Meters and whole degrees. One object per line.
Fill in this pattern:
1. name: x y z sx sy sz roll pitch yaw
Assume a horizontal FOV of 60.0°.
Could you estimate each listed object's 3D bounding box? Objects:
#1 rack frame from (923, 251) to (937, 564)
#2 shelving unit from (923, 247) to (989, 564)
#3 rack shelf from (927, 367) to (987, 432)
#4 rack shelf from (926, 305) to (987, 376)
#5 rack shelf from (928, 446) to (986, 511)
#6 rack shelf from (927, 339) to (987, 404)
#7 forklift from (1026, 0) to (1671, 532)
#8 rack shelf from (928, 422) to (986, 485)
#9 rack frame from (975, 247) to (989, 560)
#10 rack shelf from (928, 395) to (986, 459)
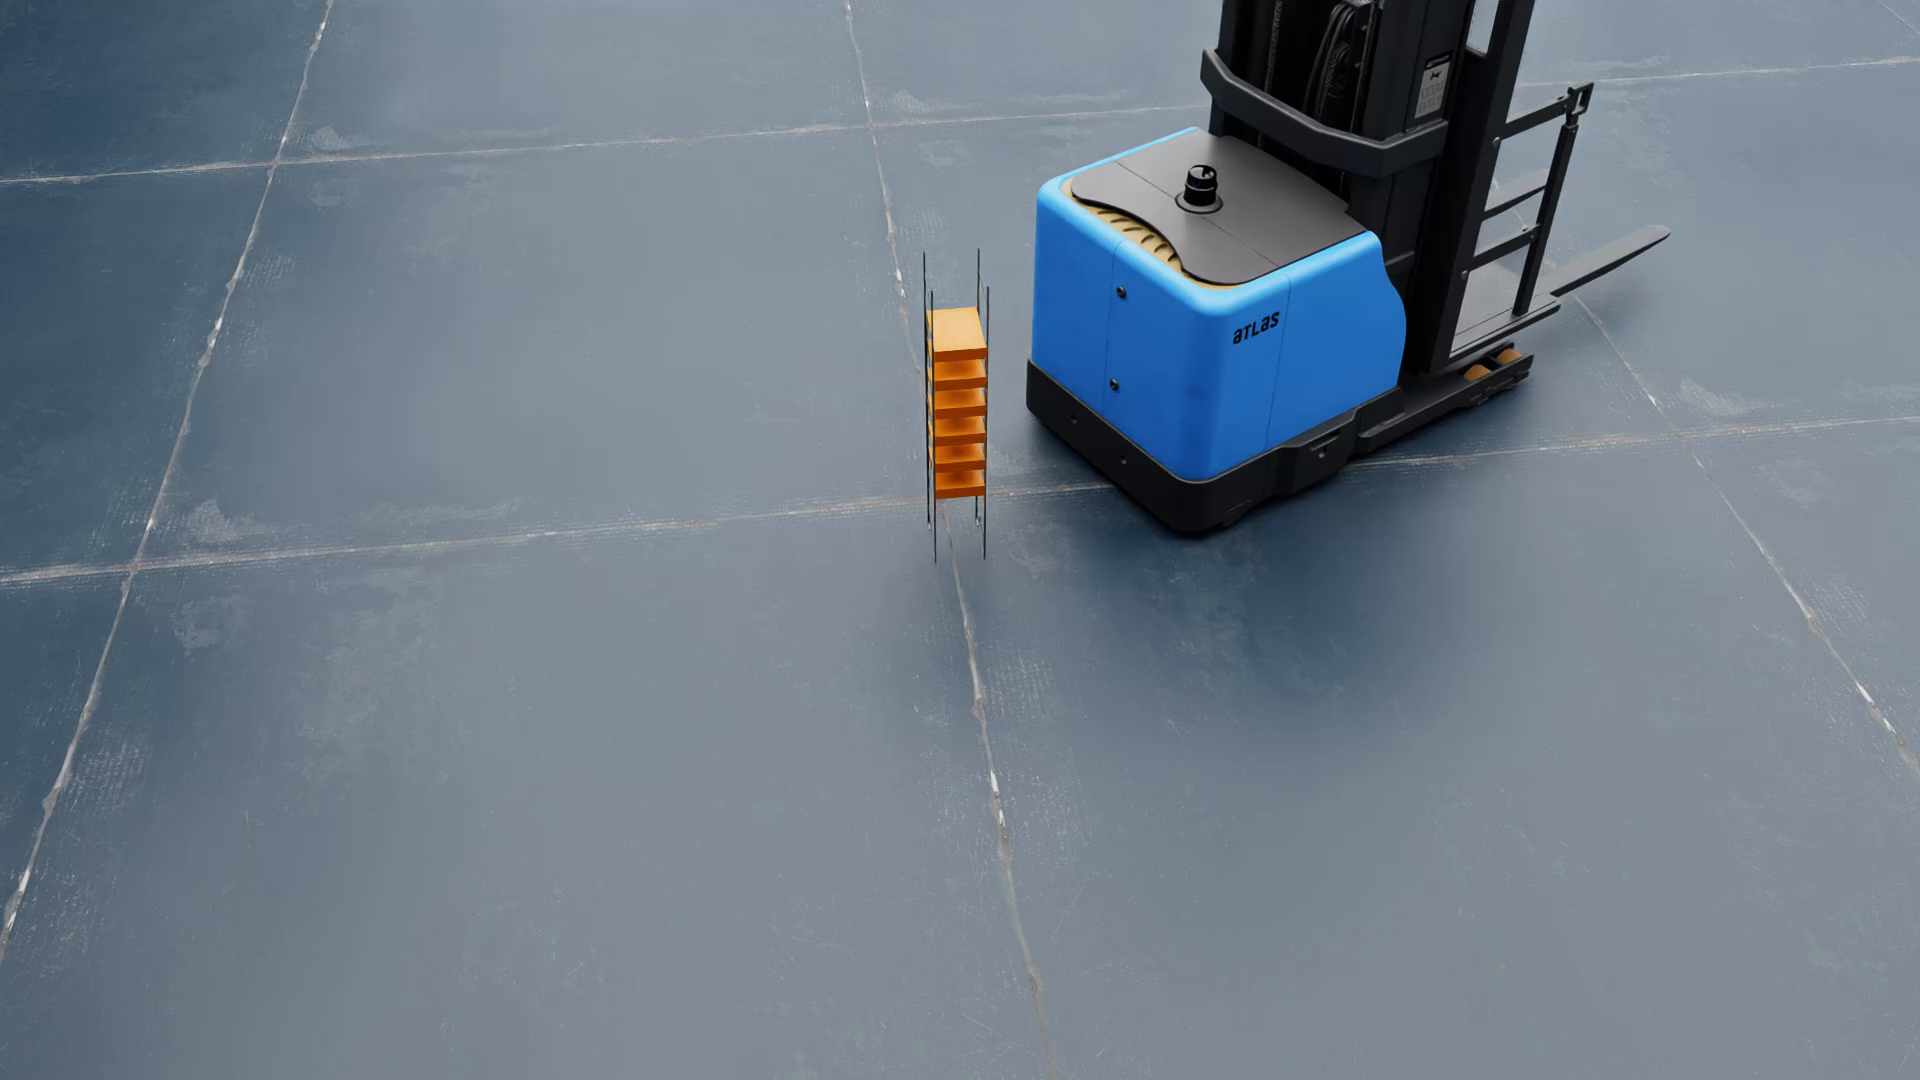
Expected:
1. rack frame: -0.105 -0.436 5.838 0.006 1.200 0.240 -5 42 -6
2. shelving unit: -0.014 -0.444 5.847 0.189 1.200 0.258 -5 42 -6
3. rack shelf: -0.014 -0.500 5.796 0.180 0.103 0.258 -5 42 -6
4. rack shelf: -0.014 -0.679 5.635 0.180 0.103 0.258 -5 42 -6
5. rack shelf: -0.014 -0.233 6.037 0.180 0.103 0.258 -5 42 -6
6. rack shelf: -0.014 -0.589 5.716 0.180 0.103 0.258 -5 42 -6
7. forklift: 1.765 -1.907 6.176 3.031 2.935 1.130 -25 48 -25
8. rack shelf: -0.014 -0.322 5.957 0.180 0.103 0.258 -5 42 -6
9. rack frame: 0.076 -0.452 5.856 0.006 1.200 0.240 -5 42 -6
10. rack shelf: -0.014 -0.411 5.876 0.180 0.103 0.258 -5 42 -6
